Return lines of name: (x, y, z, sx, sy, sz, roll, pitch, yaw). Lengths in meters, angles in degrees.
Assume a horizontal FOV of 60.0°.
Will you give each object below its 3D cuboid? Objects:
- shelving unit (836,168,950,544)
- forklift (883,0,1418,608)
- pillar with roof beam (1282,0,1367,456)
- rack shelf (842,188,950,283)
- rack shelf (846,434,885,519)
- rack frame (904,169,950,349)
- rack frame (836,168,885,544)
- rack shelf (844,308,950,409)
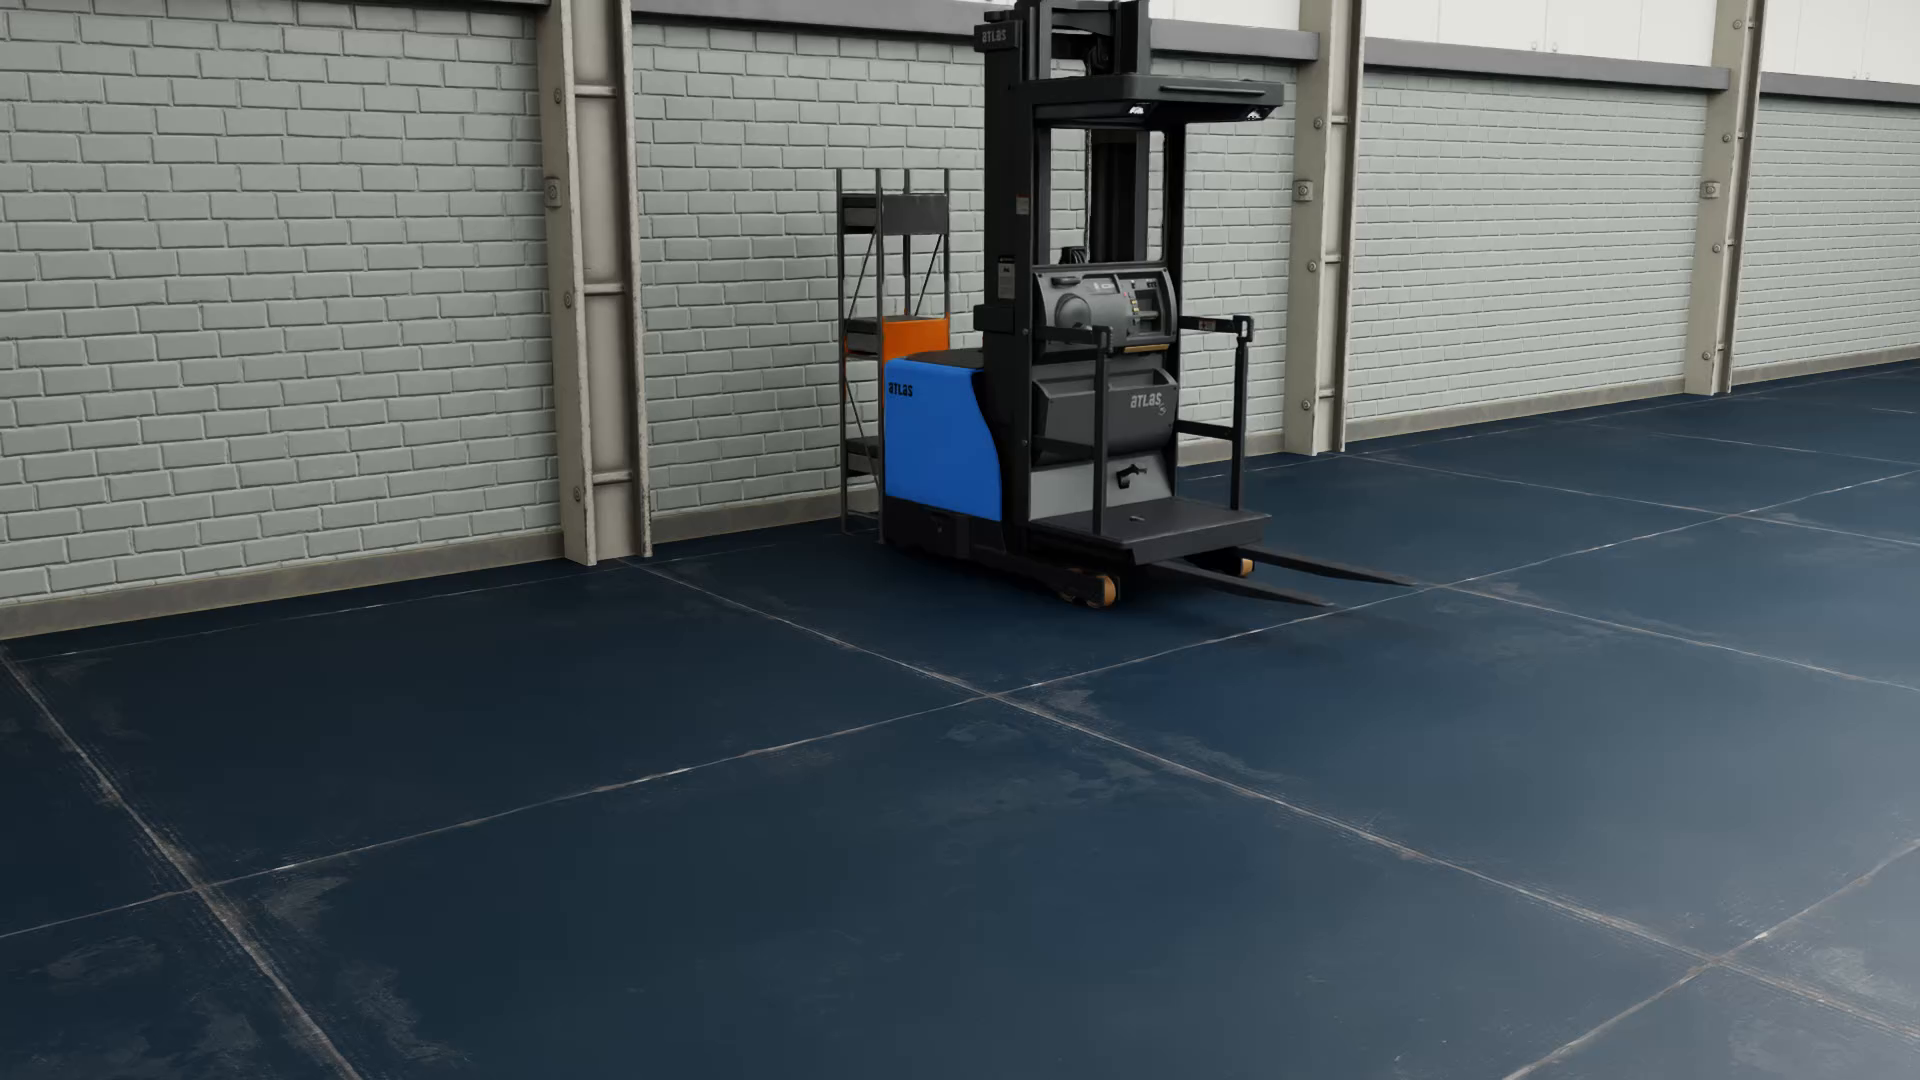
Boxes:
shelving unit: (-0.377, -1.068, 9.602, 0.503, 2.100, 0.431, -10, 16, -39)
forklift: (0.886, -1.218, 8.309, 1.130, 2.935, 3.031, -10, 15, -38)
pillar with roof beam: (5.423, -4.393, 8.654, 0.400, 9.000, 9.100, -9, 15, -38)
rack shelf: (-0.377, -1.739, 9.459, 0.480, 0.518, 0.431, -10, 16, -39)
rack shelf: (-0.377, -0.370, 9.750, 0.480, 0.518, 0.431, -10, 16, -39)
rack frame: (-0.191, -1.100, 9.756, 0.015, 2.100, 0.400, -10, 16, -39)
rack frame: (-0.564, -1.035, 9.448, 0.015, 2.100, 0.400, -10, 16, -39)
rack shelf: (-0.377, -1.054, 9.605, 0.480, 0.518, 0.431, -10, 16, -39)
